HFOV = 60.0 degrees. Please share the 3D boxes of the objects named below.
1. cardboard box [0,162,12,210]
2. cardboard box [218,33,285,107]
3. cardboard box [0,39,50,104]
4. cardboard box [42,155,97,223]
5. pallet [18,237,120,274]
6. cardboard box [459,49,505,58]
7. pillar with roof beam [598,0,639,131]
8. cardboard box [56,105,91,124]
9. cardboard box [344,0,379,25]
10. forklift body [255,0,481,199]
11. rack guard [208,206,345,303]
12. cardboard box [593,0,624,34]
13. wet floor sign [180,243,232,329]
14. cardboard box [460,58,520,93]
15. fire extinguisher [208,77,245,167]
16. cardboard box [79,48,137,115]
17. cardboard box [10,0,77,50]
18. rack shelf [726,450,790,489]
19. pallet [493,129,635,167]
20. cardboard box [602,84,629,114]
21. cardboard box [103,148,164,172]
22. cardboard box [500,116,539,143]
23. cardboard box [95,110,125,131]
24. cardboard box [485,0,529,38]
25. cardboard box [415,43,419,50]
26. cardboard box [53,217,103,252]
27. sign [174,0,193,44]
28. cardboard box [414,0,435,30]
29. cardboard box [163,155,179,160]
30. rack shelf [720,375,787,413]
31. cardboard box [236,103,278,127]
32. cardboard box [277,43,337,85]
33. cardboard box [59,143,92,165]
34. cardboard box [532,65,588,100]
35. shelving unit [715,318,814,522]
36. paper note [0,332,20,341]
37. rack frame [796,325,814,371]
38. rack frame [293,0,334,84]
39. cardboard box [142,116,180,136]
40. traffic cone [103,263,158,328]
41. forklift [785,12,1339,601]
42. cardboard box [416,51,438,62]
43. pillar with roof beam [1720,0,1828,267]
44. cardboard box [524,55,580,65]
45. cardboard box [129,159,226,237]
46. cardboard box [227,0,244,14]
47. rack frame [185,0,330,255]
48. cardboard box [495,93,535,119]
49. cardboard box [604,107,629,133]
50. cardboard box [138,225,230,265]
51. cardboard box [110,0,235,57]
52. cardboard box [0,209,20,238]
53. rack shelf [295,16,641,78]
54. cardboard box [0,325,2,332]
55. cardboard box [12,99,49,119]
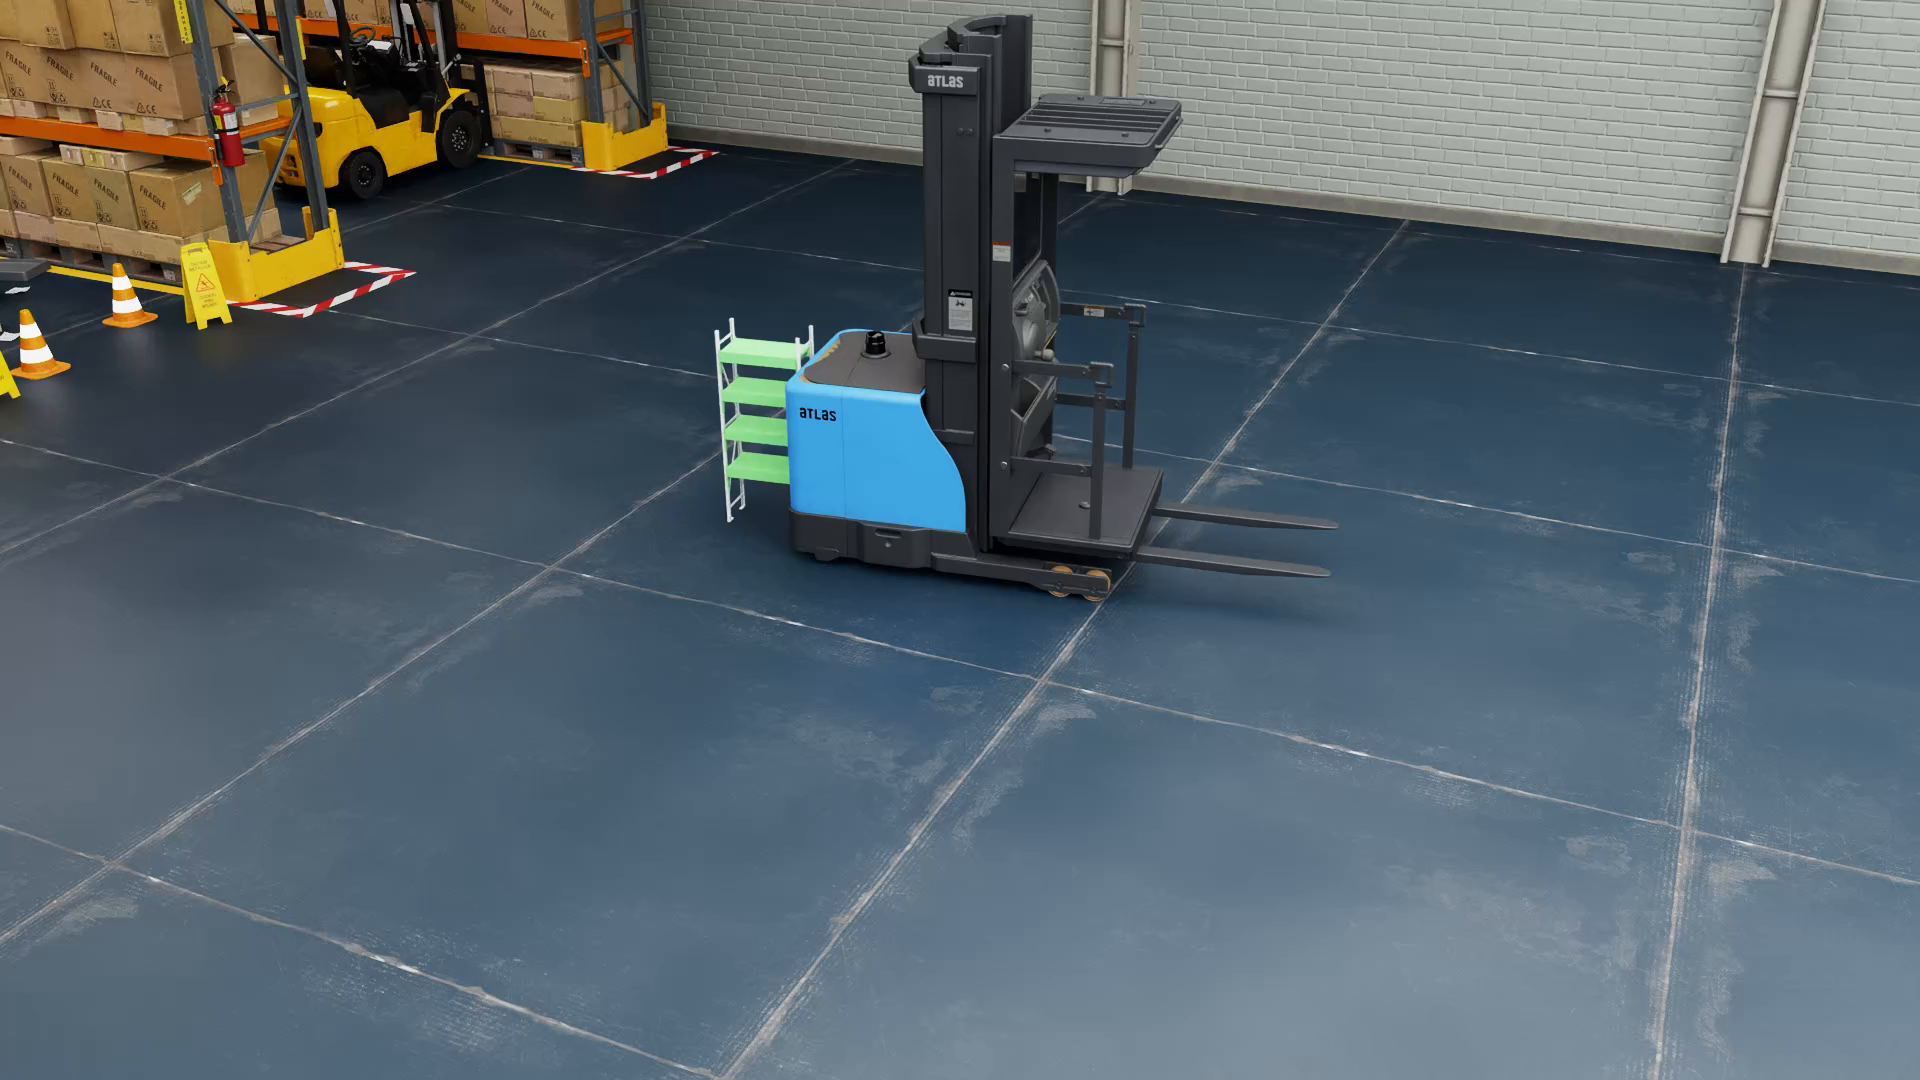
[{"bbox_3d":[-8.447,-3.260,14.765,0.500,0.500,0.500,13,29,24],"label":"cardboard box"},{"bbox_3d":[-6.040,-3.924,13.874,0.500,0.500,0.500,11,28,21],"label":"cardboard box"},{"bbox_3d":[-7.693,-4.001,14.030,0.500,0.500,0.500,12,29,22],"label":"cardboard box"},{"bbox_3d":[-7.493,-3.069,14.377,0.500,0.500,0.500,11,28,21],"label":"cardboard box"},{"bbox_3d":[-7.624,-2.697,14.988,1.213,0.211,1.003,11,28,22],"label":"pallet"},{"bbox_3d":[-5.402,-5.393,18.814,0.500,0.250,0.500,11,28,21],"label":"cardboard box"},{"bbox_3d":[-5.715,-6.994,13.768,0.400,9.000,9.100,11,28,22],"label":"pillar with roof beam"},{"bbox_3d":[-7.345,-3.623,13.997,0.250,0.149,0.380,11,28,21],"label":"cardboard box"},{"bbox_3d":[-6.536,-6.045,18.520,0.500,0.500,0.500,12,29,23],"label":"cardboard box"},{"bbox_3d":[-6.153,-4.776,17.016,1.214,2.155,2.313,11,28,22],"label":"forklift body"},{"bbox_3d":[-5.792,-2.440,14.140,0.348,0.500,1.175,11,28,22],"label":"rack guard"},{"bbox_3d":[-4.008,-5.791,18.003,0.500,0.500,0.500,12,29,23],"label":"cardboard box"},{"bbox_3d":[-5.993,-2.026,13.135,0.232,0.644,0.267,23,35,39],"label":"wet floor sign"},{"bbox_3d":[-5.151,-5.085,18.189,0.500,0.250,0.500,12,29,22],"label":"cardboard box"},{"bbox_3d":[-5.810,-3.306,13.158,0.183,0.674,0.296,11,28,22],"label":"fire extinguisher"},{"bbox_3d":[-6.785,-3.808,13.638,0.500,0.500,0.500,11,28,22],"label":"cardboard box"},{"bbox_3d":[-7.243,-4.327,13.562,0.500,0.500,0.700,11,28,21],"label":"cardboard box"},{"bbox_3d":[-1.118,-0.396,9.885,0.480,0.148,0.258,7,27,14],"label":"rack shelf"},{"bbox_3d":[-4.385,-4.416,18.480,1.213,0.211,1.003,11,28,22],"label":"pallet"},{"bbox_3d":[-4.014,-4.893,18.363,0.500,0.250,0.500,12,29,23],"label":"cardboard box"},{"bbox_3d":[-6.922,-3.211,13.931,0.250,0.149,0.380,12,29,23],"label":"cardboard box"},{"bbox_3d":[-4.679,-4.552,18.238,0.500,0.250,0.500,11,28,22],"label":"cardboard box"},{"bbox_3d":[-6.900,-3.509,13.766,0.250,0.149,0.380,12,29,23],"label":"cardboard box"},{"bbox_3d":[-4.697,-5.672,17.761,0.500,0.500,0.500,12,29,23],"label":"cardboard box"},{"bbox_3d":[-6.318,-5.580,19.193,0.500,0.250,0.500,11,28,21],"label":"cardboard box"},{"bbox_3d":[-7.517,-2.733,14.543,0.500,0.250,0.500,10,28,20],"label":"cardboard box"},{"bbox_3d":[-5.971,-3.989,12.788,0.005,0.325,0.100,11,28,22],"label":"sign"},{"bbox_3d":[-5.626,-5.853,18.129,0.500,0.500,0.500,12,28,22],"label":"cardboard box"},{"bbox_3d":[-6.843,-3.195,14.633,0.500,0.500,0.500,10,28,20],"label":"cardboard box"},{"bbox_3d":[-1.118,-0.827,9.673,0.480,0.148,0.258,7,27,14],"label":"rack shelf"},{"bbox_3d":[-5.947,-3.580,13.910,0.250,0.149,0.380,11,28,22],"label":"cardboard box"},{"bbox_3d":[-7.793,-5.489,19.716,0.625,0.625,0.875,13,29,24],"label":"cardboard box"},{"bbox_3d":[-7.389,-3.308,14.126,0.250,0.149,0.380,13,29,24],"label":"cardboard box"},{"bbox_3d":[-4.220,-4.906,17.825,0.500,0.250,0.500,12,29,24],"label":"cardboard box"},{"bbox_3d":[-1.118,-0.669,9.750,0.503,1.200,0.258,7,27,14],"label":"shelving unit"},{"bbox_3d":[-7.408,-1.588,12.941,0.142,0.019,0.148,2,26,4],"label":"paper note"},{"bbox_3d":[-0.883,-0.640,9.692,0.015,1.200,0.240,7,27,14],"label":"rack frame"},{"bbox_3d":[-7.313,-6.275,19.100,0.127,3.000,1.000,11,28,22],"label":"rack frame"},{"bbox_3d":[-6.429,-3.419,13.582,0.250,0.149,0.380,11,28,21],"label":"cardboard box"},{"bbox_3d":[-6.649,-1.969,13.226,0.334,0.463,0.336,11,28,22],"label":"traffic cone"},{"bbox_3d":[0.600,-1.242,8.954,3.031,2.935,1.130,7,27,14],"label":"forklift"},{"bbox_3d":[-6.084,-5.280,18.584,0.500,0.250,0.500,12,29,24],"label":"cardboard box"},{"bbox_3d":[5.209,-4.800,9.312,0.400,9.000,9.100,11,28,22],"label":"pillar with roof beam"},{"bbox_3d":[-4.487,-5.201,18.424,0.500,0.250,0.500,11,28,22],"label":"cardboard box"},{"bbox_3d":[-6.560,-2.880,13.993,0.500,0.500,0.500,12,28,22],"label":"cardboard box"},{"bbox_3d":[-8.340,-6.285,19.289,0.500,0.250,0.500,11,28,22],"label":"cardboard box"},{"bbox_3d":[-5.723,-3.547,13.559,0.127,3.000,1.000,11,28,22],"label":"rack frame"},{"bbox_3d":[-4.696,-4.782,18.139,0.500,0.250,0.500,11,28,21],"label":"cardboard box"},{"bbox_3d":[-4.038,-4.667,18.471,0.500,0.250,0.500,11,28,22],"label":"cardboard box"},{"bbox_3d":[-6.592,-2.546,14.163,0.500,0.250,0.500,11,28,22],"label":"cardboard box"},{"bbox_3d":[-6.279,-4.180,13.262,0.500,0.500,0.700,11,28,21],"label":"cardboard box"},{"bbox_3d":[-8.448,-2.924,14.931,0.500,0.250,0.500,13,29,25],"label":"cardboard box"},{"bbox_3d":[-5.492,-5.587,18.516,4.000,0.370,1.077,11,28,22],"label":"rack shelf"},{"bbox_3d":[-7.752,-1.696,13.026,0.380,0.149,0.250,-18,31,-31],"label":"cardboard box"},{"bbox_3d":[-7.809,-3.707,14.168,0.250,0.149,0.380,11,28,22],"label":"cardboard box"}]
